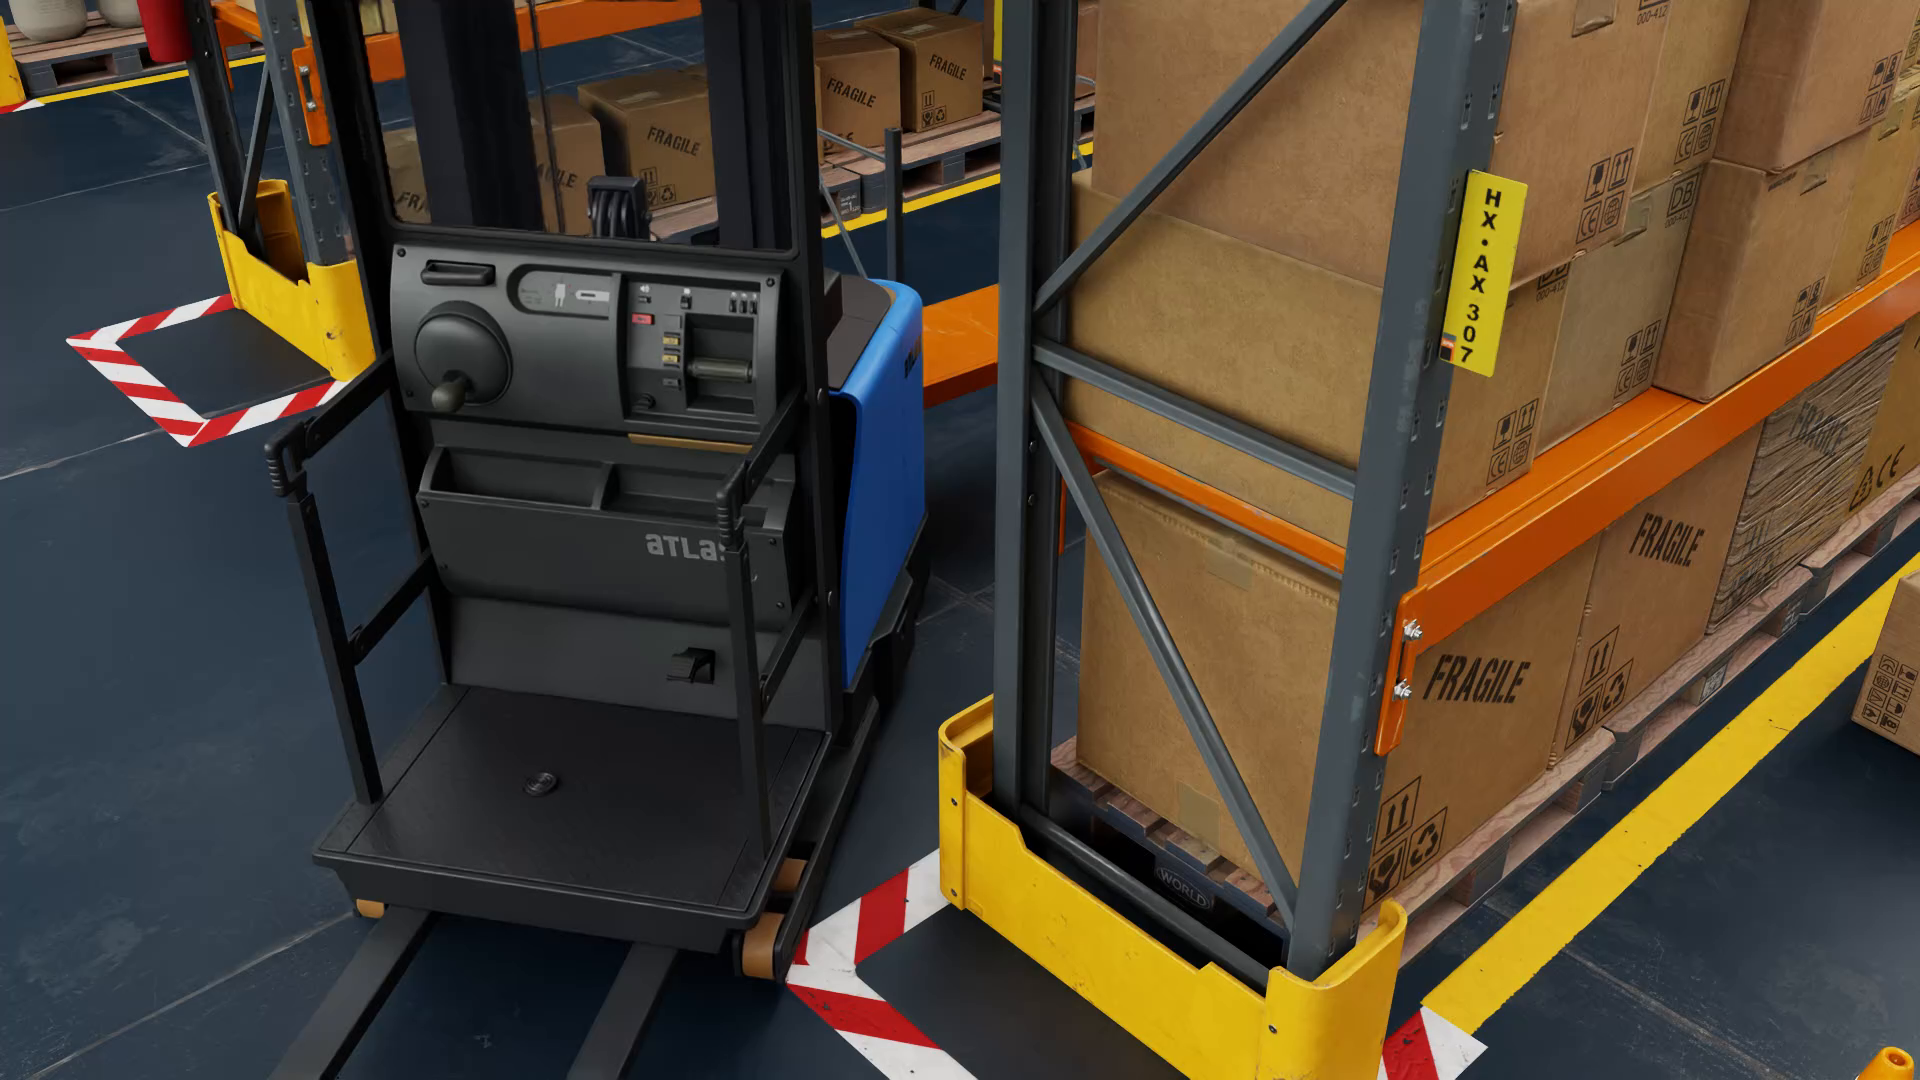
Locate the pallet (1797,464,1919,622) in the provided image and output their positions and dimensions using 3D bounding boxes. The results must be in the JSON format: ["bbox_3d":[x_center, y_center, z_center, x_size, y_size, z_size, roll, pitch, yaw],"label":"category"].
[{"bbox_3d":[2.784,-0.224,5.914,1.213,0.211,1.003,-26,40,-35],"label":"pallet"}]

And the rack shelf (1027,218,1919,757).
[{"bbox_3d":[1.929,-0.637,4.606,4.000,0.370,1.077,-26,40,-35],"label":"rack shelf"}]

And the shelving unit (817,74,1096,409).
[{"bbox_3d":[0.065,-0.816,5.647,1.083,1.500,0.587,-23,38,-32],"label":"shelving unit"}]

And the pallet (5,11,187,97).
[{"bbox_3d":[-5.581,-3.204,10.788,1.213,0.211,1.003,-26,40,-35],"label":"pallet"}]

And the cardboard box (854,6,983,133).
[{"bbox_3d":[-0.224,-2.573,9.076,0.500,0.500,0.500,-27,41,-37],"label":"cardboard box"}]

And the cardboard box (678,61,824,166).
[{"bbox_3d":[-1.040,-2.117,8.330,0.500,0.500,0.500,25,39,35],"label":"cardboard box"}]

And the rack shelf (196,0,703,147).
[{"bbox_3d":[-1.370,-2.571,7.768,4.000,0.370,1.077,-26,40,-35],"label":"rack shelf"}]

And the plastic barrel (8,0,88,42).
[{"bbox_3d":[-5.773,-3.443,10.488,0.421,0.512,0.421,0,31,0],"label":"plastic barrel"}]

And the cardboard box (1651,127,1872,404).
[{"bbox_3d":[1.588,-0.802,4.042,0.550,0.550,0.875,-26,40,-35],"label":"cardboard box"}]

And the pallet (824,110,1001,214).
[{"bbox_3d":[-0.372,-2.145,9.056,1.213,0.211,1.003,-26,40,-35],"label":"pallet"}]

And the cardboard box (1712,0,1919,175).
[{"bbox_3d":[1.604,-1.253,3.745,0.550,0.550,0.875,-26,40,-35],"label":"cardboard box"}]

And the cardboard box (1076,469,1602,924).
[{"bbox_3d":[0.914,0.227,4.138,0.875,0.875,0.875,-26,40,-35],"label":"cardboard box"}]

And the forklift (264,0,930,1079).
[{"bbox_3d":[-0.895,-0.403,3.599,1.130,2.935,3.031,6,32,10],"label":"forklift"}]

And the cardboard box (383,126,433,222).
[{"bbox_3d":[-2.367,-1.496,7.315,0.500,0.500,0.500,-18,36,-27],"label":"cardboard box"}]

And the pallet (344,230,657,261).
[{"bbox_3d":[-2.161,-1.280,7.641,1.213,0.211,1.003,-26,40,-35],"label":"pallet"}]

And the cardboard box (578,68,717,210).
[{"bbox_3d":[-1.480,-1.936,8.034,0.500,0.500,0.500,-22,38,-31],"label":"cardboard box"}]

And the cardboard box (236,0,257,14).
[{"bbox_3d":[-2.768,-2.241,6.780,0.250,0.149,0.380,-26,40,-35],"label":"cardboard box"}]

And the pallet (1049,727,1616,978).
[{"bbox_3d":[0.995,0.641,4.499,1.213,0.211,1.003,-26,40,-35],"label":"pallet"}]

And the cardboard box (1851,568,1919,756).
[{"bbox_3d":[2.955,0.355,4.688,0.500,0.500,0.500,-19,36,-28],"label":"cardboard box"}]

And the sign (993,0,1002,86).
[{"bbox_3d":[0.103,-1.042,3.242,0.005,0.325,0.100,-26,40,-35],"label":"sign"}]

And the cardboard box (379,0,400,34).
[{"bbox_3d":[-2.269,-2.152,6.635,0.250,0.149,0.380,-26,40,-35],"label":"cardboard box"}]

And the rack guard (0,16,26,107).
[{"bbox_3d":[-6.180,-3.041,10.244,0.348,0.500,1.175,-26,40,-35],"label":"rack guard"}]

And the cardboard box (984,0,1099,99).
[{"bbox_3d":[0.562,-2.918,9.621,0.700,0.500,0.500,26,40,35],"label":"cardboard box"}]

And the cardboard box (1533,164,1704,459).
[{"bbox_3d":[1.092,-0.651,3.796,0.550,0.550,0.875,-26,40,-35],"label":"cardboard box"}]

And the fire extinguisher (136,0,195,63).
[{"bbox_3d":[-3.234,-2.271,6.662,0.183,0.674,0.296,-26,40,-35],"label":"fire extinguisher"}]

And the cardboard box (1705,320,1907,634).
[{"bbox_3d":[2.228,-0.409,5.177,0.875,0.875,0.875,-25,40,-35],"label":"cardboard box"}]

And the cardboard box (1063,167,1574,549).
[{"bbox_3d":[0.703,-0.448,3.463,0.550,0.550,0.875,-26,40,-35],"label":"cardboard box"}]

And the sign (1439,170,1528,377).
[{"bbox_3d":[0.835,-0.423,2.661,0.005,0.325,0.100,-26,40,-35],"label":"sign"}]

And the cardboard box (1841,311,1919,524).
[{"bbox_3d":[2.886,-0.730,5.703,0.875,0.875,0.875,-25,39,-35],"label":"cardboard box"}]

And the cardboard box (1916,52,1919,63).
[{"bbox_3d":[2.287,-1.682,4.447,0.550,0.550,0.875,-26,40,-35],"label":"cardboard box"}]

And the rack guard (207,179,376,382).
[{"bbox_3d":[-2.781,-1.129,7.116,0.348,0.500,1.175,-26,40,-35],"label":"rack guard"}]

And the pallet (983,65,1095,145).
[{"bbox_3d":[0.667,-2.674,9.920,1.213,0.211,1.003,-26,40,-35],"label":"pallet"}]

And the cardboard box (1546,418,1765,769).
[{"bbox_3d":[1.558,-0.086,4.650,0.875,0.875,0.875,-27,40,-36],"label":"cardboard box"}]

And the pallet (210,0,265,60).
[{"bbox_3d":[-4.687,-3.635,11.492,1.213,0.211,1.003,-26,40,-35],"label":"pallet"}]

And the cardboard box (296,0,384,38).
[{"bbox_3d":[-2.465,-2.071,6.502,0.250,0.149,0.380,-26,40,-35],"label":"cardboard box"}]

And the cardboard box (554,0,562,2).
[{"bbox_3d":[-1.718,-2.418,7.069,0.250,0.149,0.380,-26,40,-35],"label":"cardboard box"}]

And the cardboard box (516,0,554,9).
[{"bbox_3d":[-1.906,-2.332,6.929,0.250,0.149,0.380,-26,40,-35],"label":"cardboard box"}]

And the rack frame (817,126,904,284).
[{"bbox_3d":[-0.338,-0.647,5.370,0.032,1.500,0.500,-23,38,-32],"label":"rack frame"}]

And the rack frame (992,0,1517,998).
[{"bbox_3d":[0.462,-0.235,3.259,0.127,3.000,1.000,-26,40,-35],"label":"rack frame"}]

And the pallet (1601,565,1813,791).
[{"bbox_3d":[1.889,0.211,5.203,1.213,0.211,1.003,-26,40,-35],"label":"pallet"}]

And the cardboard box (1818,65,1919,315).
[{"bbox_3d":[1.948,-1.006,4.375,0.500,0.550,0.875,-26,40,-35],"label":"cardboard box"}]

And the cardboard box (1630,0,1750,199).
[{"bbox_3d":[1.101,-1.107,3.506,0.550,0.550,0.875,-26,40,-35],"label":"cardboard box"}]

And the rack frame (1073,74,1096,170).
[{"bbox_3d":[0.454,-0.979,5.914,0.032,1.500,0.500,-23,38,-32],"label":"rack frame"}]

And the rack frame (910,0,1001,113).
[{"bbox_3d":[0.097,-3.587,8.740,0.127,3.000,1.000,-26,40,-35],"label":"rack frame"}]

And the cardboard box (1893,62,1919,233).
[{"bbox_3d":[2.269,-1.232,4.746,0.550,0.550,0.875,-26,40,-35],"label":"cardboard box"}]

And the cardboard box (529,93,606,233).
[{"bbox_3d":[-1.952,-1.721,7.683,0.500,0.500,0.500,-15,35,-23],"label":"cardboard box"}]

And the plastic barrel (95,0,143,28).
[{"bbox_3d":[-5.406,-3.621,10.779,0.421,0.512,0.421,0,31,0],"label":"plastic barrel"}]

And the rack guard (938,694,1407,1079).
[{"bbox_3d":[0.444,0.840,3.897,0.348,0.500,1.175,-26,40,-35],"label":"rack guard"}]

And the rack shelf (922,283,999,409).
[{"bbox_3d":[0.058,-0.660,5.736,1.000,0.185,0.538,-23,38,-32],"label":"rack shelf"}]

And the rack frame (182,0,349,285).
[{"bbox_3d":[-2.836,-2.168,6.420,0.127,3.000,1.000,-26,40,-35],"label":"rack frame"}]

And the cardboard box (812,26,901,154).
[{"bbox_3d":[-0.639,-2.367,8.739,0.500,0.500,0.500,-13,34,-21],"label":"cardboard box"}]

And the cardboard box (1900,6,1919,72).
[{"bbox_3d":[1.904,-1.491,4.134,0.500,0.550,0.875,-26,40,-35],"label":"cardboard box"}]

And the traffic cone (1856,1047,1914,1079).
[{"bbox_3d":[1.817,1.202,3.340,0.334,0.463,0.336,-26,40,-35],"label":"traffic cone"}]

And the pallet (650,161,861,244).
[{"bbox_3d":[-1.267,-1.711,8.345,1.213,0.211,1.003,-26,40,-35],"label":"pallet"}]

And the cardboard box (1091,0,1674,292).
[{"bbox_3d":[0.760,-0.876,3.129,0.550,0.550,0.875,-26,40,-35],"label":"cardboard box"}]
